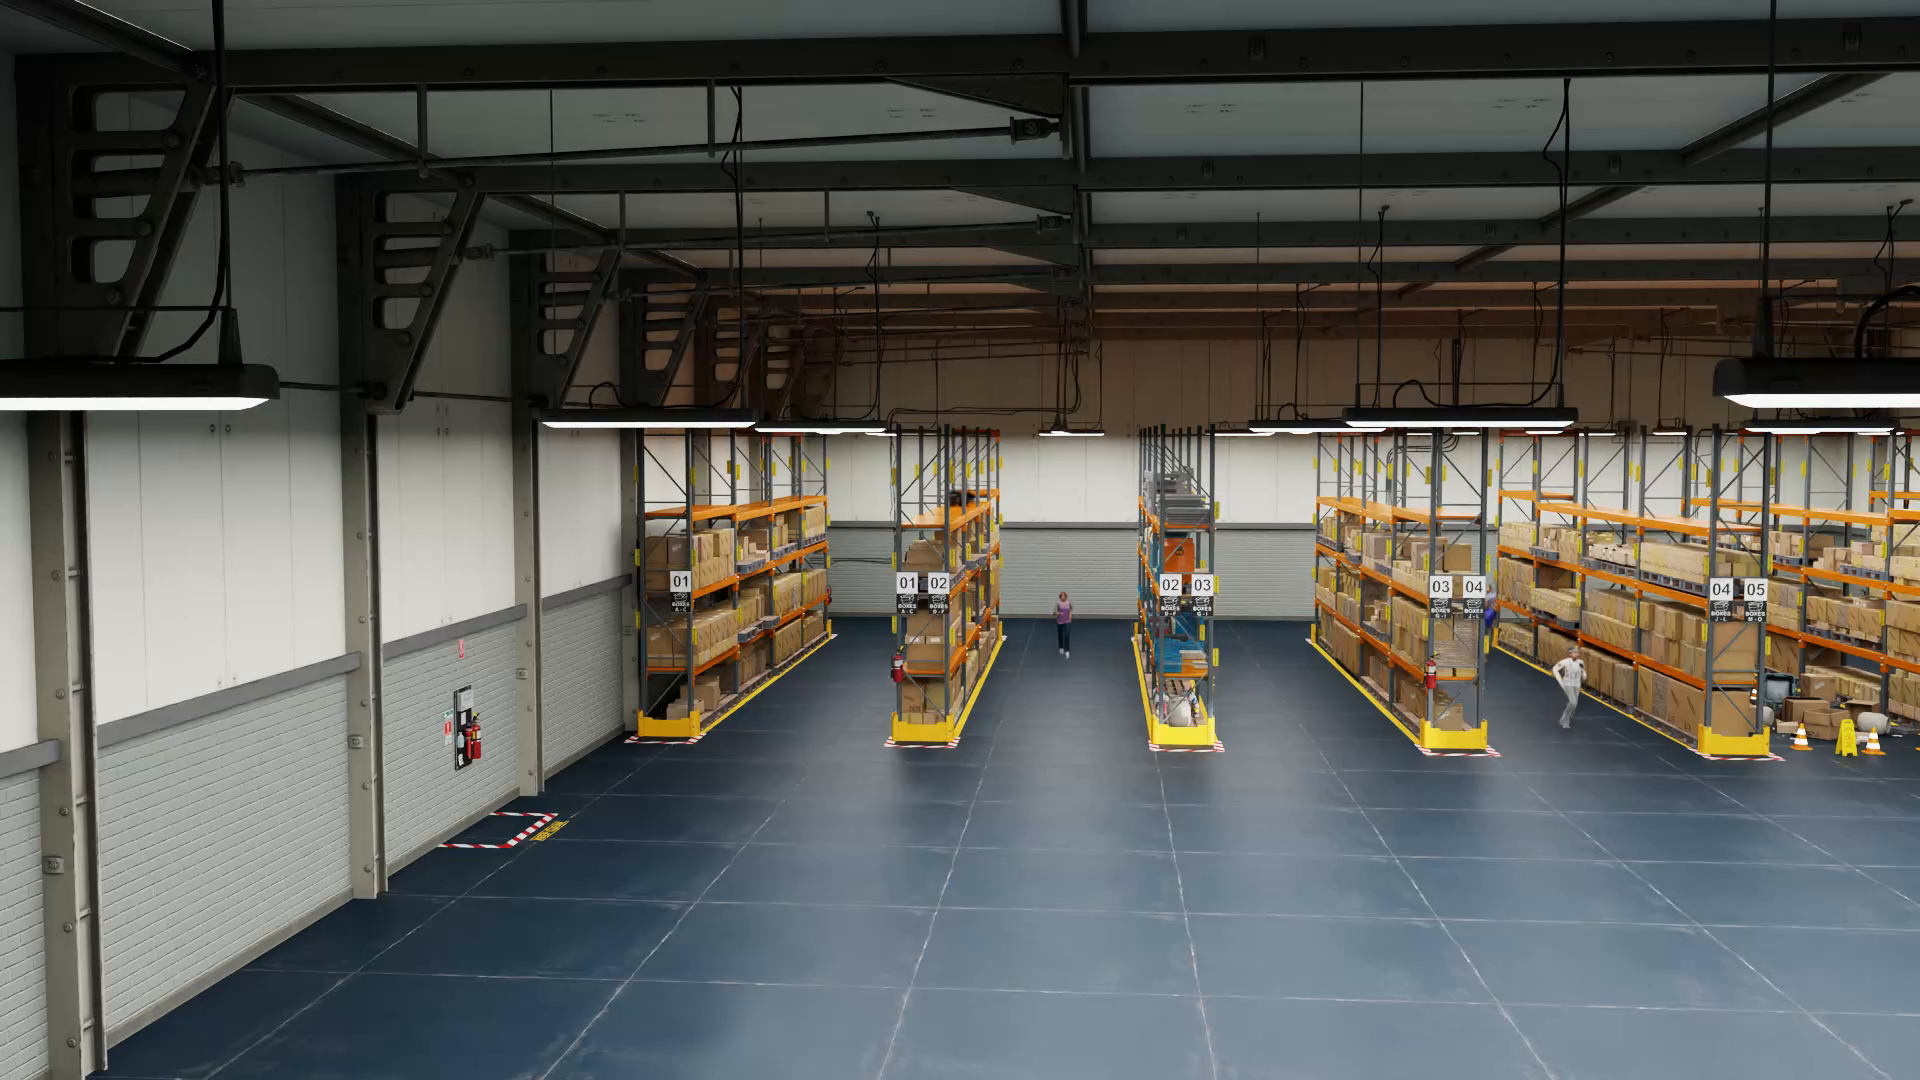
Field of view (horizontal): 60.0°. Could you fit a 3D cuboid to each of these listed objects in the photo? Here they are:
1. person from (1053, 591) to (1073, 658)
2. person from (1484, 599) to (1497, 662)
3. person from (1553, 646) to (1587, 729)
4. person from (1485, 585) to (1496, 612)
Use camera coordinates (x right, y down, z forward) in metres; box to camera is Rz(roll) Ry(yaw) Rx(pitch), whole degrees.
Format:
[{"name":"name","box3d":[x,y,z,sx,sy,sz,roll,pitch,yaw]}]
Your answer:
[{"name":"person","box3d":[2.582,2.100,41.586,0.529,1.641,0.758,0,3,-3]},{"name":"person","box3d":[13.537,2.331,42.827,0.583,1.605,0.558,0,3,4]},{"name":"person","box3d":[12.032,2.887,32.694,0.607,1.649,0.666,-1,4,-13]},{"name":"person","box3d":[15.056,2.083,47.299,0.557,1.623,0.627,-2,4,-24]}]
